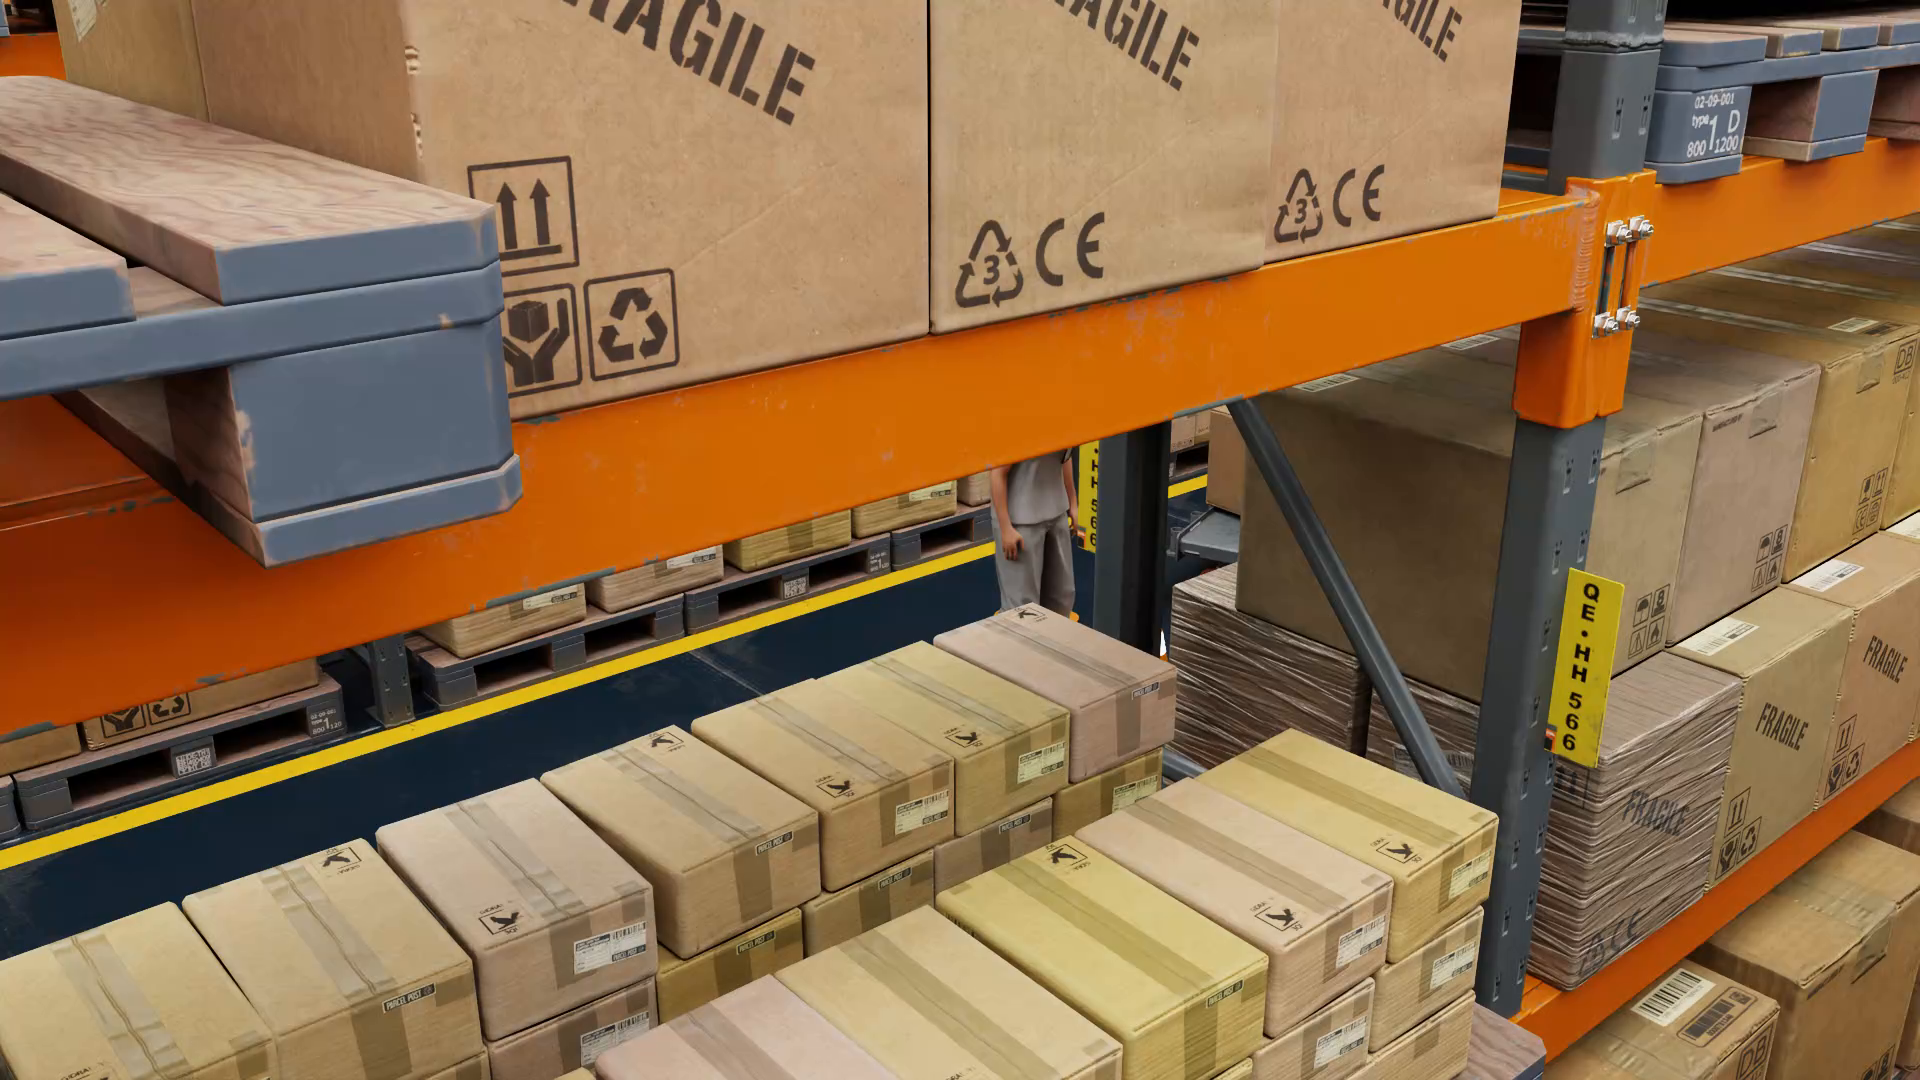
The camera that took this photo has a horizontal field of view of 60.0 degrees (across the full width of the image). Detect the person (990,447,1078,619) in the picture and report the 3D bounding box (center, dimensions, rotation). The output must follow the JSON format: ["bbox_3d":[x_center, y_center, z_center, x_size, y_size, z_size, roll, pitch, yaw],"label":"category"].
[{"bbox_3d":[0.315,-0.081,6.795,0.359,1.673,0.485,17,27,37],"label":"person"}]
